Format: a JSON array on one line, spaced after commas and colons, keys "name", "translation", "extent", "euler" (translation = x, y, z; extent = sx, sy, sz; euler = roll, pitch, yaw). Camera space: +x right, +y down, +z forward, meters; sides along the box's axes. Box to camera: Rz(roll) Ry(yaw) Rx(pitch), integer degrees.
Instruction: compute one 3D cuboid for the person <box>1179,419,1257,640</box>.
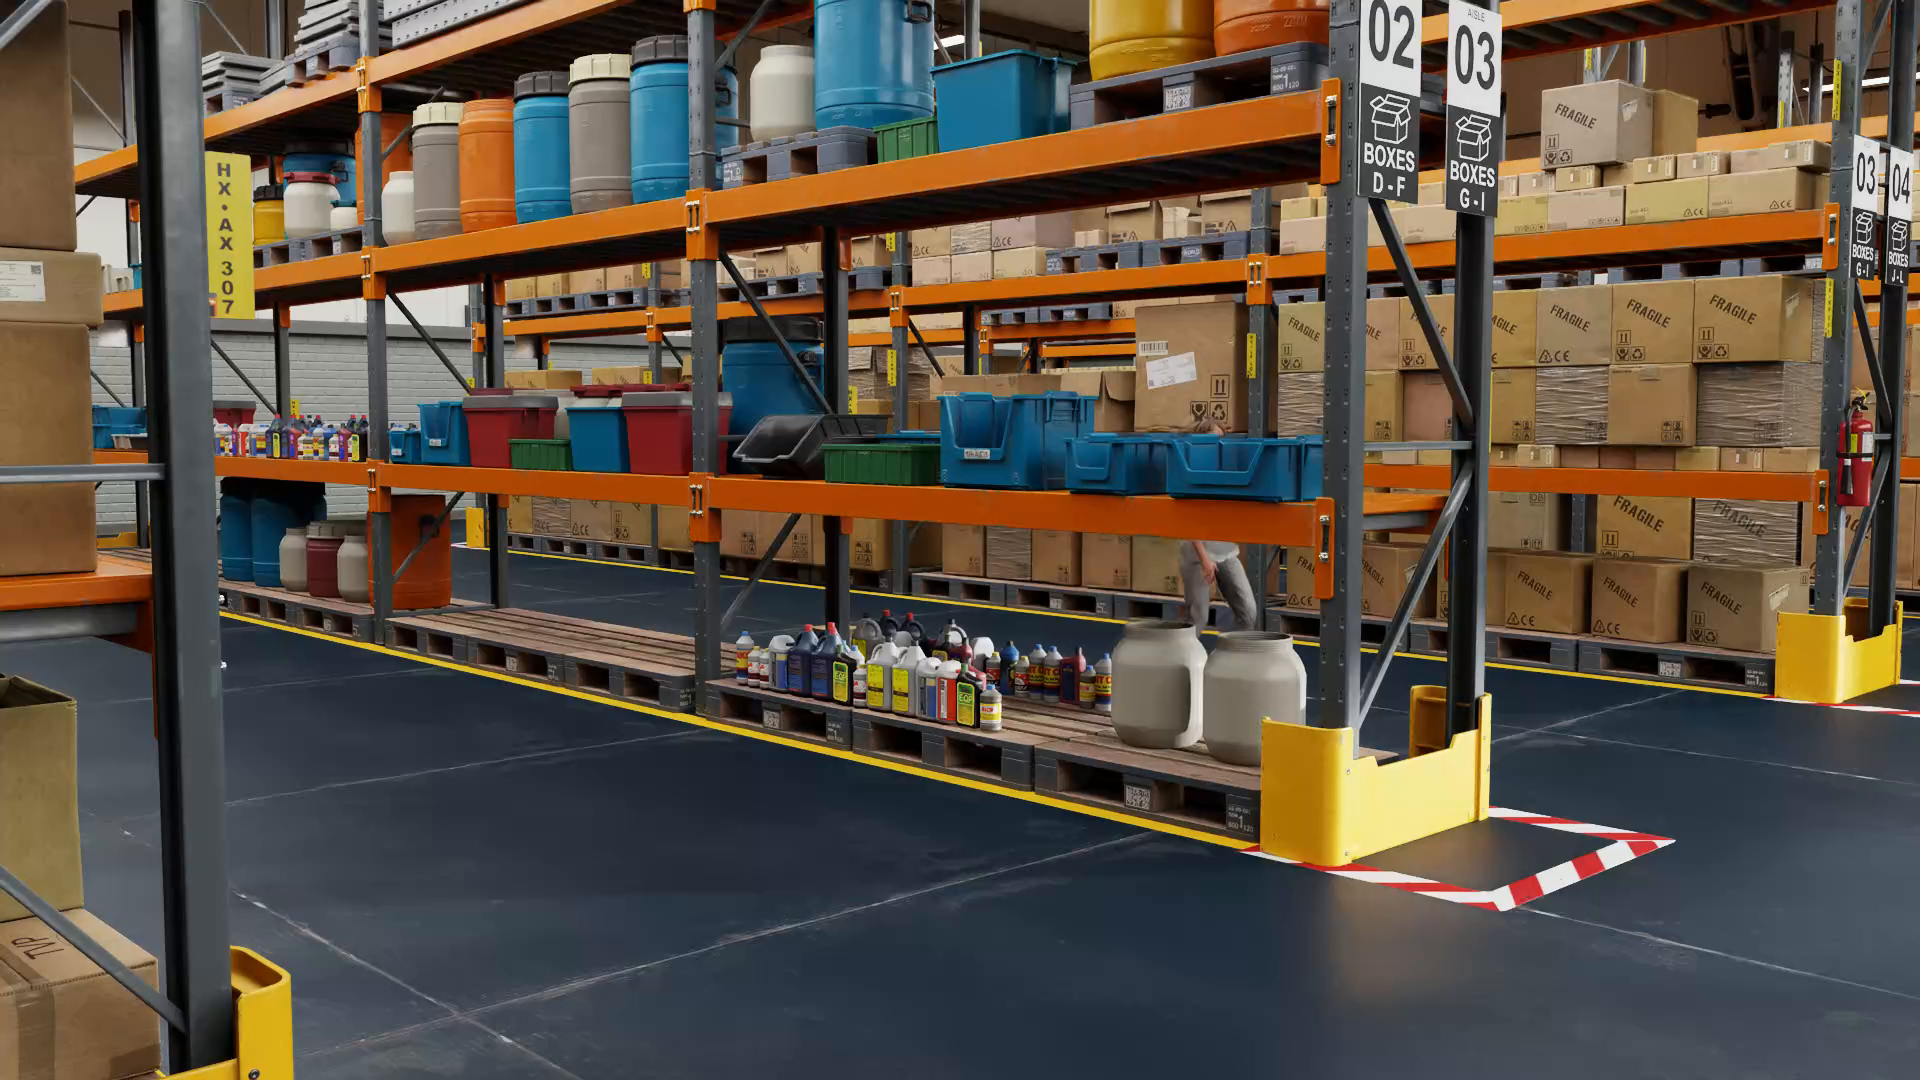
[{"name": "person", "translation": [1.394, 0.159, 9.252], "extent": [0.451, 1.634, 0.519], "euler": [-4, 5, -41]}]
